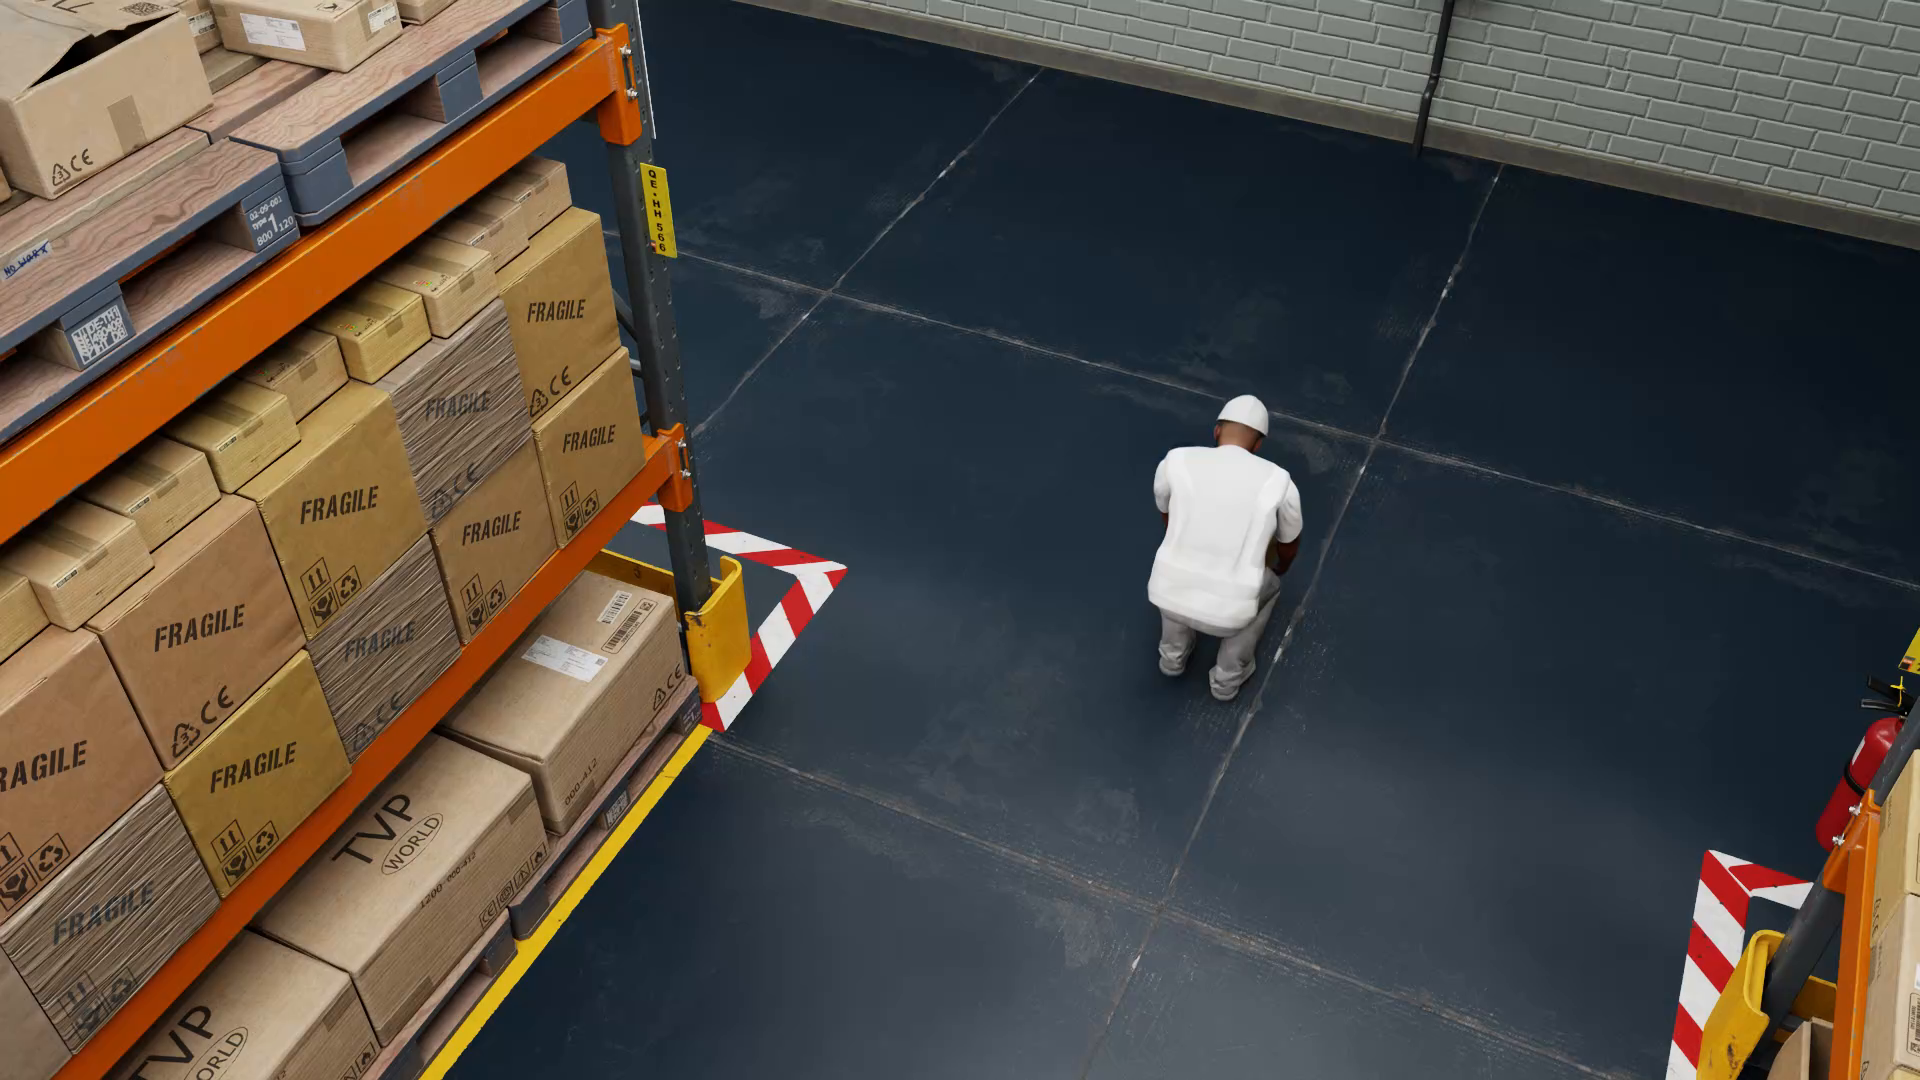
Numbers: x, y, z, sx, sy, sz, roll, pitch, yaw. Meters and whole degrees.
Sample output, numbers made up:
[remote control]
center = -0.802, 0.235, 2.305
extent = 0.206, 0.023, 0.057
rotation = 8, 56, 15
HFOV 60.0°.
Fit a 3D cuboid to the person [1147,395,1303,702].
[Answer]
[person]
center = 0.999, 0.053, 6.593
extent = 0.599, 1.091, 0.867
rotation = 17, 45, 18
